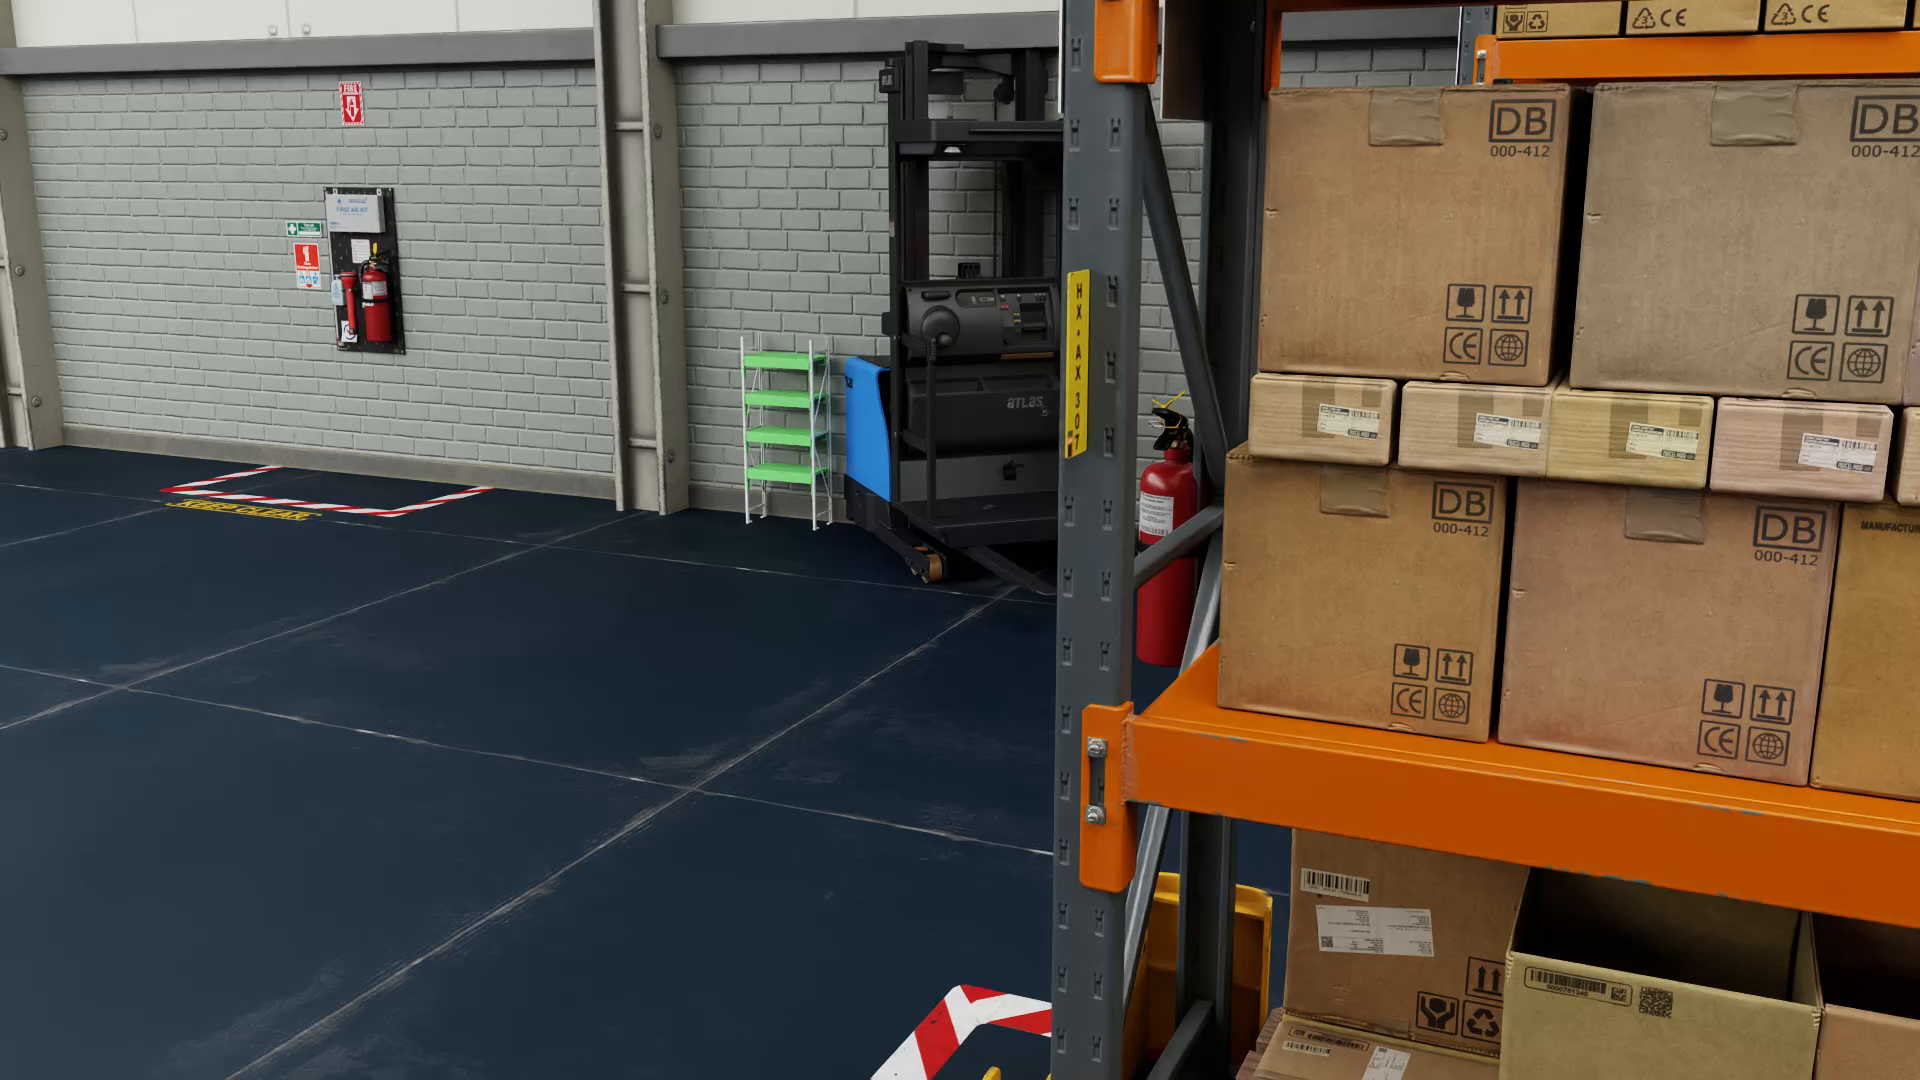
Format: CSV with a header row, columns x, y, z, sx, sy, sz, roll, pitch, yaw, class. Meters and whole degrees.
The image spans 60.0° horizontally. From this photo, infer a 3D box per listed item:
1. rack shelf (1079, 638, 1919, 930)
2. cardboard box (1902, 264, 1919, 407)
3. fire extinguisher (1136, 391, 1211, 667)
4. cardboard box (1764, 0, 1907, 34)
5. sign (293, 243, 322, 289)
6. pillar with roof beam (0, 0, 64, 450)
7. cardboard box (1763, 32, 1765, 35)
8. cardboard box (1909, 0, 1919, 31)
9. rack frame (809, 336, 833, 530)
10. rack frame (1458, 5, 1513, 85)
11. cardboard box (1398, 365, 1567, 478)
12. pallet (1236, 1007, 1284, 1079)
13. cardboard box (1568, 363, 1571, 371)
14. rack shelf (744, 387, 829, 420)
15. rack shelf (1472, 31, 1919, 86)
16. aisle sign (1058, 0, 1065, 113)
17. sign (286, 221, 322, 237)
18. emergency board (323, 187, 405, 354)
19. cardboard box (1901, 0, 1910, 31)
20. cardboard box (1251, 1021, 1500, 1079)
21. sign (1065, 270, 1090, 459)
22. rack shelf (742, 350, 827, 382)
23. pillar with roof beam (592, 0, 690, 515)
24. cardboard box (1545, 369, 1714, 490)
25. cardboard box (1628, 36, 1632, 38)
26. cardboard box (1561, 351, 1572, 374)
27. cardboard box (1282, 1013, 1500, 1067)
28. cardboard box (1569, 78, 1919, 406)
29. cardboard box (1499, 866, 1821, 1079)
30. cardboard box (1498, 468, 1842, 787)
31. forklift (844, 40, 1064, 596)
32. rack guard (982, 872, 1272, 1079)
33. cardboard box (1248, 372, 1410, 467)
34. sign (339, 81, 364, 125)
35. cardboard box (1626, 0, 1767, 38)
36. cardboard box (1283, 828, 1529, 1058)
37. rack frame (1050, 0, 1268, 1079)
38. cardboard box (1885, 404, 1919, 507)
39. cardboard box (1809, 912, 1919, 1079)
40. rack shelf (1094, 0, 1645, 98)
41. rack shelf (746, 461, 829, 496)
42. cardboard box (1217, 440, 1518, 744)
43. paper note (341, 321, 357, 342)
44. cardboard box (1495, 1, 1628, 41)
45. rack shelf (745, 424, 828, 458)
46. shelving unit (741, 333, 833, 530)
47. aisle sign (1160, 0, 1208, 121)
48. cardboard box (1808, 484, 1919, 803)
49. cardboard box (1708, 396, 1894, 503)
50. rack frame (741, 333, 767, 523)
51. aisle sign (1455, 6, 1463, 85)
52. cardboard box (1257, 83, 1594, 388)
x,y,z,sx,sy,sz,roll,pitch,yaw,class
2.267,0.568,2.843,4.000,0.370,1.077,6,14,23,rack shelf
1.853,-0.503,2.773,0.500,0.500,0.700,6,14,23,cardboard box
0.519,-0.038,4.019,0.183,0.674,0.296,6,14,23,fire extinguisher
3.599,-2.334,6.805,0.500,0.500,0.500,7,15,26,cardboard box
-4.762,-2.000,12.135,0.234,0.329,0.001,6,14,23,sign
-9.283,-4.250,8.669,0.400,9.000,9.100,6,14,23,pillar with roof beam
3.384,-2.495,7.491,0.500,0.500,0.500,6,14,23,cardboard box
4.097,-2.288,6.613,0.500,0.500,0.500,7,15,27,cardboard box
-0.875,-0.672,10.491,0.015,1.200,0.240,6,14,23,rack frame
2.442,-1.002,7.960,0.127,3.000,1.000,6,14,23,rack frame
0.953,-0.227,3.016,0.250,0.149,0.380,5,14,22,cardboard box
1.155,1.452,3.604,1.213,0.211,1.003,6,14,23,pallet
1.339,-0.289,3.280,0.250,0.149,0.380,6,14,22,cardboard box
-1.099,-0.865,10.545,0.480,0.148,0.258,6,14,23,rack shelf
4.270,-1.927,6.911,4.000,0.370,1.077,6,14,23,rack shelf
0.254,-1.175,3.006,0.004,0.787,0.394,6,14,23,aisle sign
-4.761,-2.256,12.064,0.331,0.109,0.001,6,14,23,sign
-4.298,-1.910,11.829,0.643,1.169,0.194,6,14,23,emergency board
3.852,-2.445,7.279,0.500,0.500,0.500,5,14,21,cardboard box
0.839,1.263,3.406,0.500,0.250,0.500,6,14,23,cardboard box
0.208,-0.312,2.950,0.005,0.325,0.100,6,14,23,sign
-1.099,-1.099,10.490,0.480,0.148,0.258,6,14,23,rack shelf
-3.798,-3.695,6.303,0.400,9.000,9.100,6,14,23,pillar with roof beam
1.180,-0.203,2.916,0.250,0.149,0.380,6,14,23,cardboard box
2.926,-2.535,7.665,0.500,0.500,0.500,7,15,27,cardboard box
1.105,-0.312,3.381,0.250,0.149,0.380,6,15,25,cardboard box
1.049,1.155,3.867,0.500,0.250,0.500,6,14,23,cardboard box
1.392,-0.549,2.971,0.500,0.500,0.700,5,14,22,cardboard box
1.297,0.944,3.125,0.500,0.500,0.500,6,14,23,cardboard box
1.342,0.077,3.140,0.500,0.500,0.700,6,15,25,cardboard box
0.215,-1.292,9.345,1.130,2.935,3.031,-5,14,-19,forklift
0.417,1.247,3.845,0.348,0.500,1.175,6,14,23,rack guard
0.710,-0.251,3.118,0.250,0.149,0.380,6,14,23,cardboard box
-4.265,-3.060,11.656,0.199,0.298,0.001,6,14,23,sign
3.123,-2.381,7.006,0.500,0.500,0.500,7,15,27,cardboard box
1.049,0.789,3.783,0.500,0.500,0.500,6,14,23,cardboard box
0.439,0.033,3.550,0.127,3.000,1.000,6,14,23,rack frame
1.655,-0.155,2.712,0.250,0.149,0.380,5,14,21,cardboard box
1.759,0.987,2.939,0.500,0.500,0.500,6,14,23,cardboard box
2.267,-0.892,2.500,4.000,0.370,1.077,6,14,23,rack shelf
-1.099,-0.398,10.654,0.480,0.148,0.258,6,14,23,rack shelf
0.860,0.030,3.343,0.500,0.500,0.700,6,14,23,cardboard box
-4.432,-1.512,12.061,0.142,0.148,0.016,6,14,23,paper note
2.646,-2.438,7.250,0.500,0.500,0.500,6,15,25,cardboard box
-1.099,-0.632,10.599,0.480,0.148,0.258,6,14,23,rack shelf
-1.099,-0.694,10.585,0.503,1.200,0.258,6,14,23,shelving unit
0.497,-1.300,3.540,0.004,0.787,0.394,6,14,23,aisle sign
1.794,0.125,2.939,0.500,0.500,0.700,6,14,24,cardboard box
1.410,-0.180,2.815,0.250,0.149,0.380,6,14,22,cardboard box
-1.323,-0.716,10.679,0.015,1.200,0.240,6,14,23,rack frame
2.254,-2.212,7.425,0.004,0.787,0.394,6,14,23,aisle sign
0.909,-0.597,3.174,0.500,0.500,0.700,6,14,23,cardboard box
